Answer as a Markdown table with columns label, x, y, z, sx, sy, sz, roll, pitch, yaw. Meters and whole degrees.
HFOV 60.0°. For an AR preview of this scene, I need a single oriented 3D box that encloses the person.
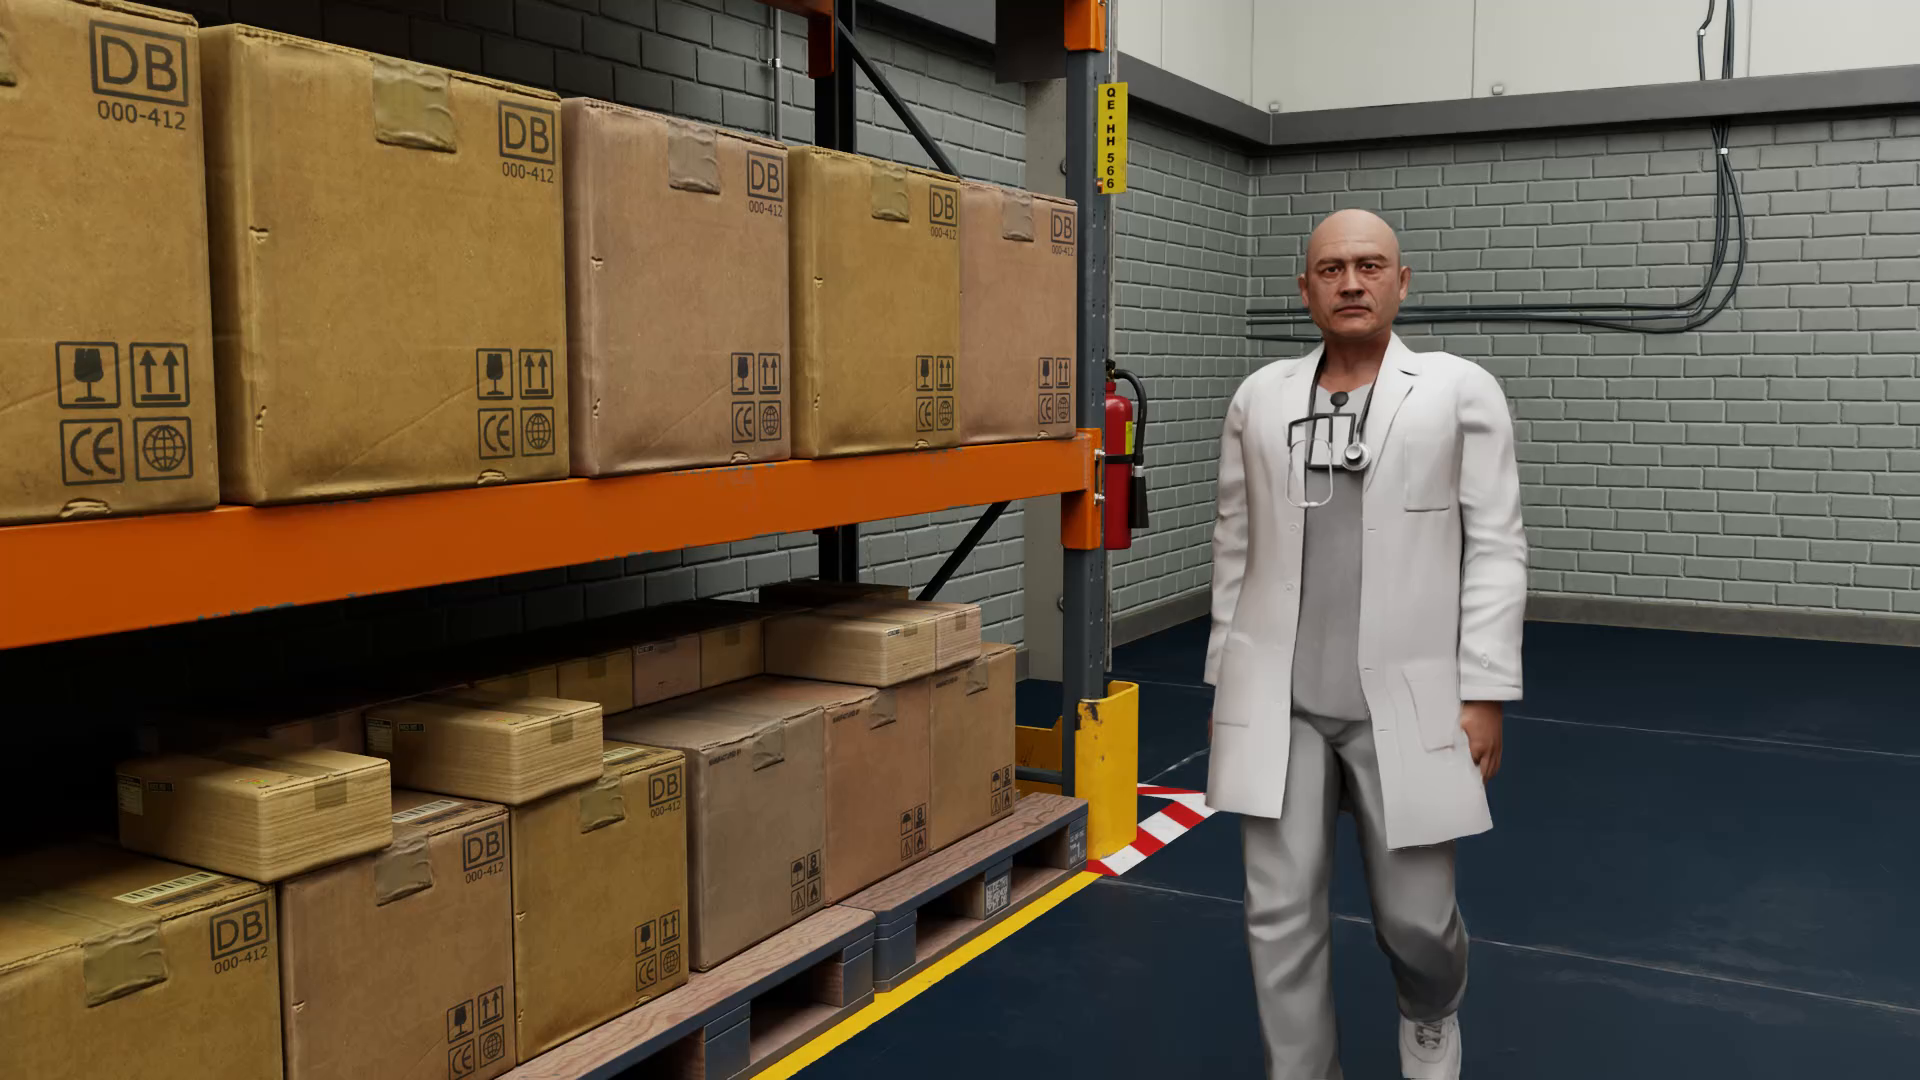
| label | x | y | z | sx | sy | sz | roll | pitch | yaw |
| --- | --- | --- | --- | --- | --- | --- | --- | --- | --- |
| person | 0.735 | 0.283 | 3.075 | 0.591 | 1.760 | 0.784 | 3 | 6 | 24 |
